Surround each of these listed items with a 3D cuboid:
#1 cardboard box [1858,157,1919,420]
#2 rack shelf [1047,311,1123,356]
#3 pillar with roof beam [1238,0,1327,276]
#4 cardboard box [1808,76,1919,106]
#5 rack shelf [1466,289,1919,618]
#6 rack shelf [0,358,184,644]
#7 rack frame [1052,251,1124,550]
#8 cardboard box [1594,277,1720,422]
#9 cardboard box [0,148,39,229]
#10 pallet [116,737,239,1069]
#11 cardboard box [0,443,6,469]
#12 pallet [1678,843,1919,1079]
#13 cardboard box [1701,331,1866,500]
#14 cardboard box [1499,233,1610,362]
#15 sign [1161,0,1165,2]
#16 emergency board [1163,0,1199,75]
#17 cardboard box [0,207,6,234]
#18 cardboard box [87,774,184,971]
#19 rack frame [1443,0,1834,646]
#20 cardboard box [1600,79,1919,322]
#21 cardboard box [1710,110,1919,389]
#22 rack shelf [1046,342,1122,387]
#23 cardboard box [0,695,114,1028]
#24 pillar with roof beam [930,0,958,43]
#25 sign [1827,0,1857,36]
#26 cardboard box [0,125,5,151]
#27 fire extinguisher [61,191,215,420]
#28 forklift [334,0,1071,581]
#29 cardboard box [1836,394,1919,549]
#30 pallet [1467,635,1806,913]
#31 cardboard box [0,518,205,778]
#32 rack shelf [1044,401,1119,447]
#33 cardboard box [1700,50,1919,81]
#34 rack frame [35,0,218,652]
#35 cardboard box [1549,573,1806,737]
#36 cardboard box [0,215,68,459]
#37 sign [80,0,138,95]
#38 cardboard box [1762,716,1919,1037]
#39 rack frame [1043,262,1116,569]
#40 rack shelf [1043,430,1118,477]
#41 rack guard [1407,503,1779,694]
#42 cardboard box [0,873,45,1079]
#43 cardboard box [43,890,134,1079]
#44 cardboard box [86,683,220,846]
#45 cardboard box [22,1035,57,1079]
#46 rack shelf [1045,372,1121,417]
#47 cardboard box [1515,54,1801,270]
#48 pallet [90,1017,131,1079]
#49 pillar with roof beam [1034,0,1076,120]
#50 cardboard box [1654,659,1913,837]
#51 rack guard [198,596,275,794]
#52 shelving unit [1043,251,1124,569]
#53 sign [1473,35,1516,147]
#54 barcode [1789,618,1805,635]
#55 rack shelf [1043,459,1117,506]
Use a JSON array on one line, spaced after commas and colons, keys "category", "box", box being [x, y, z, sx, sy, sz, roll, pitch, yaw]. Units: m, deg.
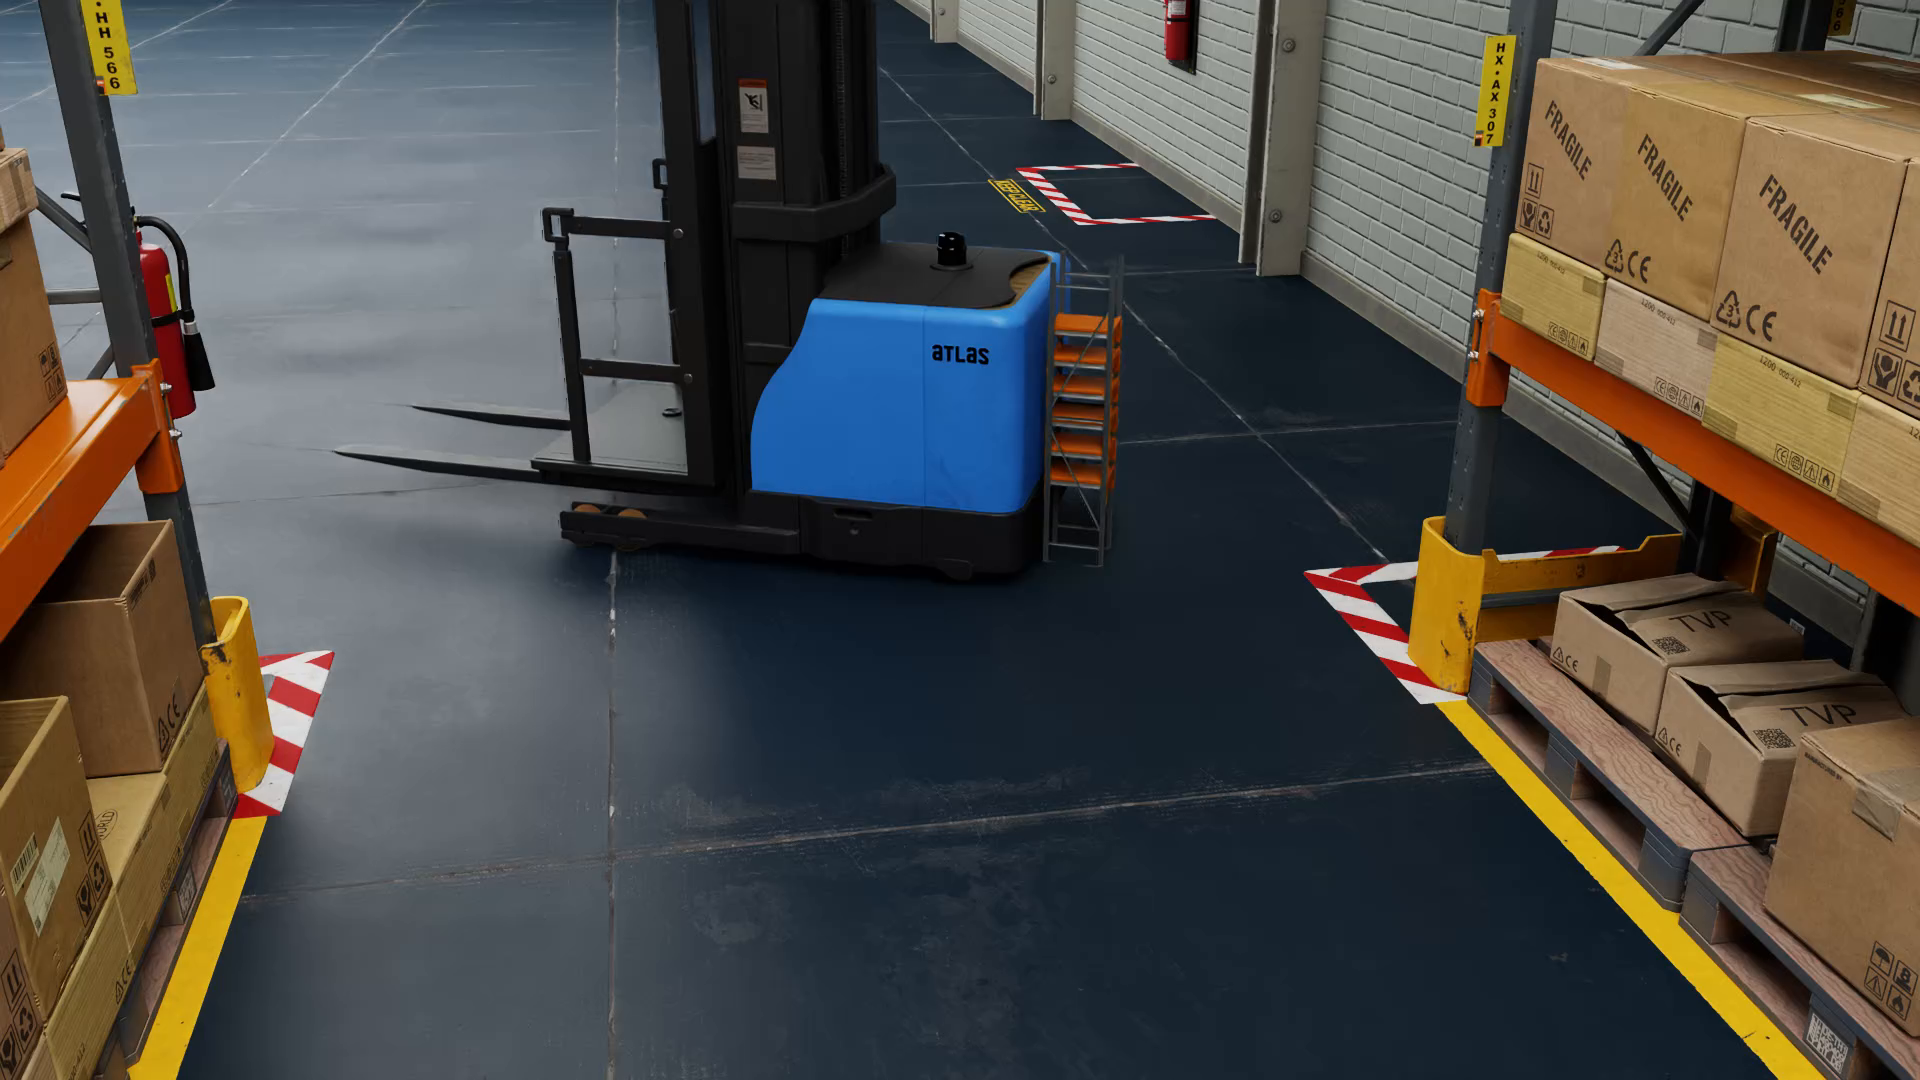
[{"category": "cardboard box", "box": [2.221, -0.470, 3.303, 0.500, 0.500, 0.500, -4, 24, -8]}, {"category": "rack shelf", "box": [0.469, -0.776, 6.237, 0.258, 0.103, 0.180, 6, 24, 13]}, {"category": "pillar with roof beam", "box": [-2.211, -5.576, 8.273, 9.100, 9.000, 0.400, -4, 24, -10]}, {"category": "cardboard box", "box": [2.529, -0.912, 4.316, 0.500, 0.500, 0.500, -4, 24, -9]}, {"category": "rack shelf", "box": [2.520, 0.120, 3.627, 1.077, 0.370, 4.000, -4, 24, -10]}, {"category": "rack shelf", "box": [-2.348, 0.488, 2.784, 1.077, 0.370, 4.000, -4, 24, -10]}, {"category": "rack frame", "box": [0.491, -0.522, 6.444, 0.240, 1.200, 0.006, 6, 24, 13]}, {"category": "cardboard box", "box": [2.038, -0.518, 4.351, 0.500, 0.250, 0.500, -5, 24, -11]}, {"category": "cardboard box", "box": [-2.460, -0.835, 3.979, 0.380, 0.149, 0.250, -5, 24, -11]}, {"category": "pallet", "box": [-2.535, 0.947, 4.318, 1.003, 0.211, 1.213, -4, 24, -10]}, {"category": "cardboard box", "box": [-2.542, -0.283, 3.526, 0.700, 0.500, 0.500, -4, 24, -8]}, {"category": "pallet", "box": [2.502, 1.112, 3.939, 1.003, 0.211, 1.213, -4, 24, -10]}, {"category": "cardboard box", "box": [2.126, -0.317, 3.892, 0.500, 0.250, 0.500, -5, 24, -11]}, {"category": "cardboard box", "box": [1.928, -0.721, 4.817, 0.500, 0.250, 0.500, -5, 24, -11]}, {"category": "sign", "box": [1.600, -4.362, 12.944, 0.001, 0.329, 0.234, -4, 24, -10]}, {"category": "emergency board", "box": [1.600, -4.120, 12.436, 0.194, 1.169, 0.643, -4, 24, -10]}, {"category": "cardboard box", "box": [-2.410, -0.732, 3.744, 0.380, 0.149, 0.250, -4, 24, -8]}, {"category": "cardboard box", "box": [-2.224, 0.824, 4.026, 0.500, 0.250, 0.500, -4, 24, -10]}, {"category": "rack frame", "box": [2.150, -0.997, 5.284, 1.000, 3.000, 0.127, -4, 24, -10]}, {"category": "cardboard box", "box": [2.024, -0.875, 4.232, 0.500, 0.500, 0.500, -4, 24, -10]}, {"category": "cardboard box", "box": [2.114, -0.672, 3.766, 0.500, 0.500, 0.500, -5, 24, -11]}, {"category": "rack shelf", "box": [0.469, -0.666, 6.285, 0.258, 0.103, 0.180, 6, 24, 13]}, {"category": "cardboard box", "box": [-2.127, 0.677, 3.427, 0.500, 0.500, 0.500, -4, 24, -10]}, {"category": "pillar with roof beam", "box": [-4.430, -10.296, 19.081, 9.100, 9.000, 0.400, -4, 24, -10]}, {"category": "sign", "box": [2.699, -1.705, 5.065, 0.100, 0.325, 0.005, -4, 24, -10]}, {"category": "cardboard box", "box": [-2.634, -1.063, 3.691, 0.700, 0.500, 0.500, -4, 24, -10]}, {"category": "fire extinguisher", "box": [-2.283, -0.674, 4.642, 0.296, 0.674, 0.183, -4, 24, -10]}, {"category": "forklift", "box": [-1.112, -1.494, 6.508, 3.031, 2.935, 1.130, 6, 24, 13]}, {"category": "cardboard box", "box": [2.218, -0.118, 3.436, 0.500, 0.250, 0.500, -4, 24, -9]}, {"category": "pallet", "box": [2.279, 0.633, 5.036, 1.003, 0.211, 1.213, -4, 24, -10]}, {"category": "cardboard box", "box": [-2.326, 0.284, 4.325, 0.500, 0.500, 0.500, -4, 24, -10]}, {"category": "rack shelf", "box": [0.468, -0.446, 6.381, 0.258, 0.103, 0.180, 6, 24, 13]}, {"category": "cardboard box", "box": [2.446, -1.111, 4.771, 0.500, 0.500, 0.500, -5, 24, -10]}, {"category": "rack frame", "box": [-2.718, -0.628, 4.441, 1.000, 3.000, 0.127, -4, 24, -10]}, {"category": "cardboard box", "box": [2.189, 0.313, 5.096, 0.500, 0.311, 0.500, -7, 25, -16]}, {"category": "cardboard box", "box": [-2.644, -0.490, 3.998, 0.700, 0.500, 0.500, -4, 24, -10]}, {"category": "sign", "box": [-2.182, -1.302, 4.241, 0.100, 0.325, 0.005, -4, 24, -10]}, {"category": "cardboard box", "box": [2.381, 0.743, 3.875, 0.700, 0.500, 0.500, -6, 24, -13]}, {"category": "rack frame", "box": [0.445, -0.451, 6.282, 0.240, 1.200, 0.006, 6, 24, 13]}, {"category": "rack shelf", "box": [0.467, -0.336, 6.429, 0.258, 0.103, 0.180, 6, 24, 13]}, {"category": "rack guard", "box": [2.164, 0.179, 5.716, 1.175, 0.500, 0.348, -4, 24, -10]}, {"category": "cardboard box", "box": [-2.036, 0.873, 2.976, 0.500, 0.500, 0.500, -4, 24, -10]}, {"category": "cardboard box", "box": [-2.130, 1.021, 3.576, 0.500, 0.250, 0.500, -4, 24, -10]}, {"category": "cardboard box", "box": [-2.328, 0.628, 4.474, 0.500, 0.250, 0.500, -4, 24, -10]}, {"category": "cardboard box", "box": [-2.039, 1.217, 3.126, 0.500, 0.250, 0.500, -4, 24, -10]}, {"category": "rack shelf", "box": [0.468, -0.556, 6.333, 0.258, 0.103, 0.180, 6, 24, 13]}, {"category": "cardboard box", "box": [1.943, -1.071, 4.679, 0.500, 0.500, 0.500, -4, 24, -10]}, {"category": "pallet", "box": [-2.313, 1.426, 3.221, 1.003, 0.211, 1.213, -4, 24, -10]}, {"category": "pillar with roof beam", "box": [-3.320, -7.936, 13.677, 9.100, 9.000, 0.400, -4, 24, -10]}, {"category": "cardboard box", "box": [2.295, 0.537, 4.582, 0.500, 0.311, 0.500, -2, 24, -5]}, {"category": "rack guard", "box": [-2.722, 0.508, 4.963, 1.175, 0.500, 0.348, -4, 24, -10]}, {"category": "shelving unit", "box": [0.468, -0.486, 6.363, 0.258, 1.200, 0.189, 6, 24, 13]}, {"category": "sign", "box": [1.617, -1.353, 5.019, 0.100, 0.325, 0.005, -4, 24, -10]}, {"category": "barcode", "box": [2.586, 0.286, 5.145, 0.001, 0.075, 0.075, -4, 24, -10]}, {"category": "rack shelf", "box": [0.467, -0.226, 6.477, 0.258, 0.103, 0.180, 6, 24, 13]}]
